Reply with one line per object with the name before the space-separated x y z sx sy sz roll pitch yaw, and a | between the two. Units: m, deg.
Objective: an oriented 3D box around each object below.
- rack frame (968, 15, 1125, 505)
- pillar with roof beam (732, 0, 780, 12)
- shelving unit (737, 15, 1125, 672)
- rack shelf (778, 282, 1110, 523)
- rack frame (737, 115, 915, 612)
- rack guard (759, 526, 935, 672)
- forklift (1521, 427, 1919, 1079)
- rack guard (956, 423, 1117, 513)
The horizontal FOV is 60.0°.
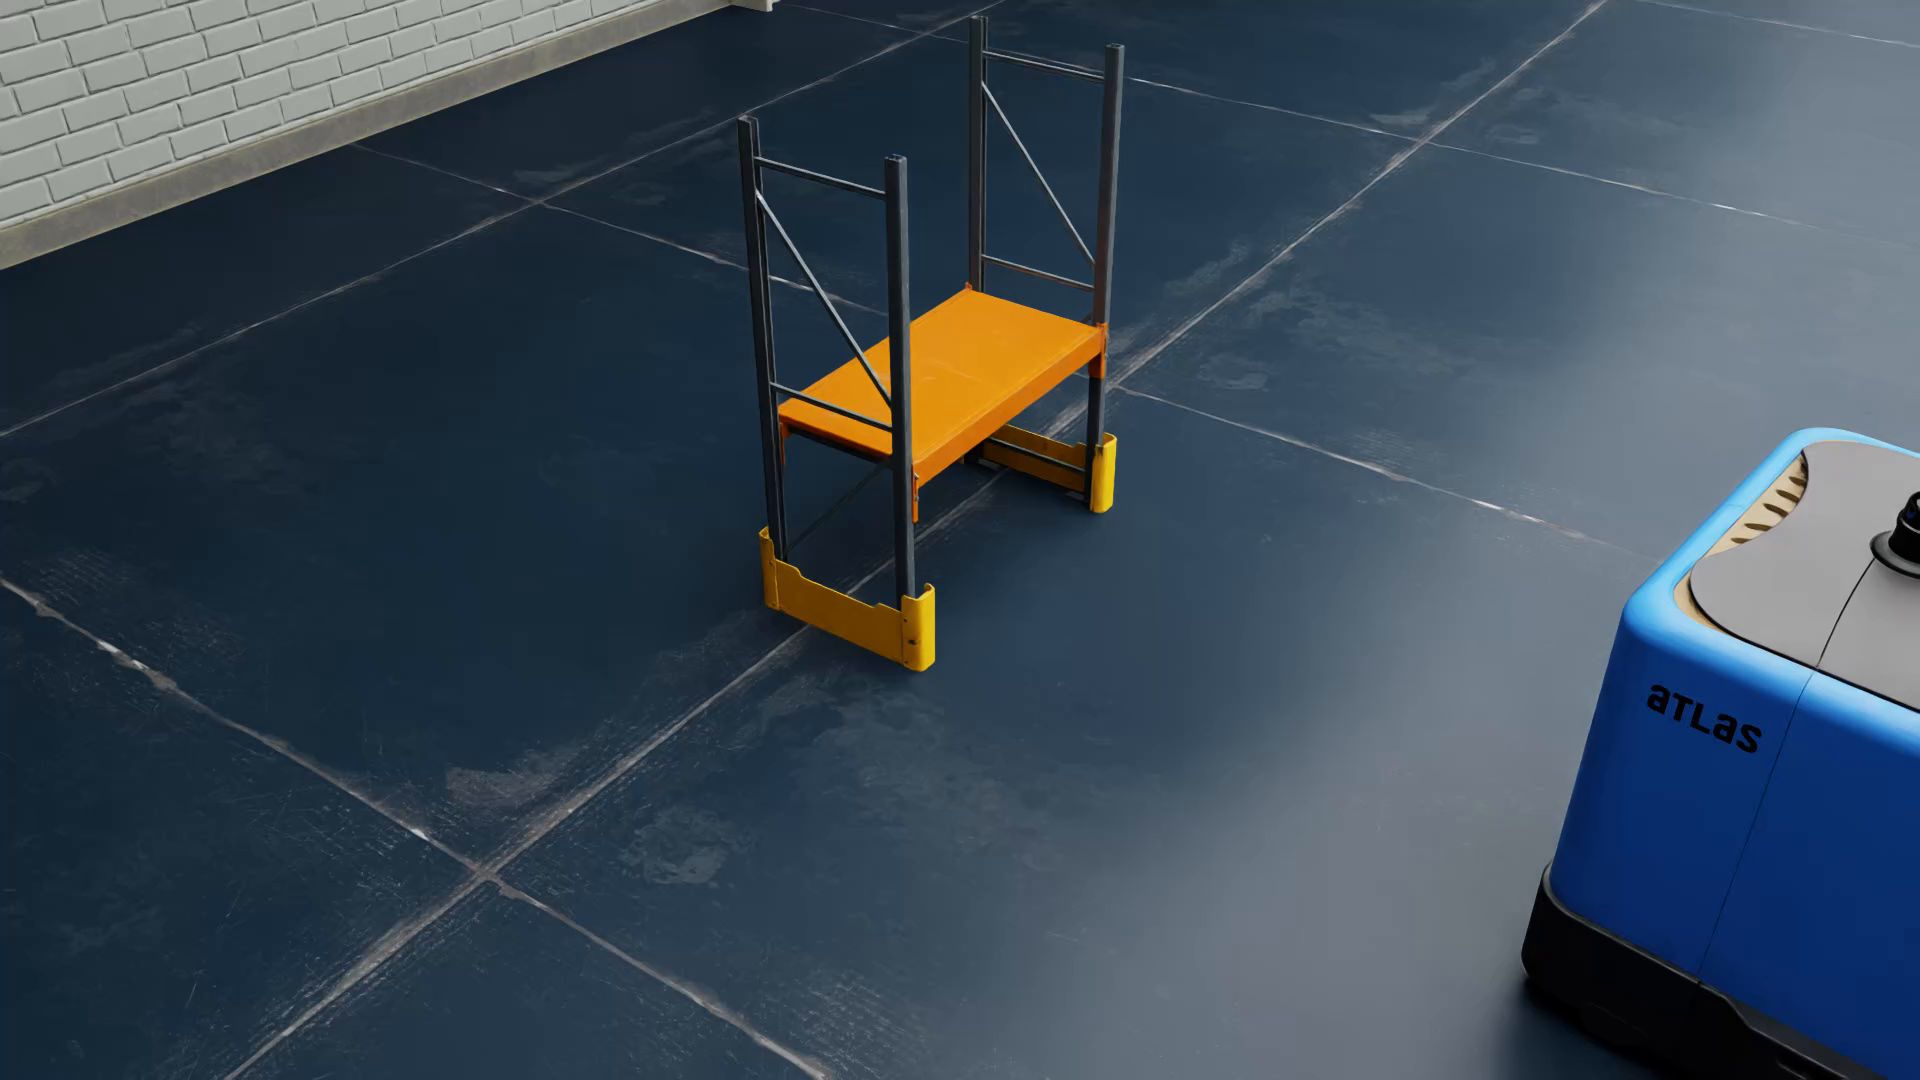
rack frame | 0.241 -0.816 5.118 0.500 1.500 0.032 21 39 28
pillar with roof beam | 2.373 -5.635 5.550 9.100 9.000 0.400 21 39 28
shelving unit | -0.043 -0.586 4.778 0.587 1.500 1.083 21 39 28
rack shelf | -0.049 -0.433 4.873 0.538 0.185 1.000 21 39 28
rack frame | -0.338 -0.348 4.426 0.500 1.500 0.032 21 39 28
rack guard | -0.327 0.161 4.789 0.587 0.250 0.087 21 39 28
forklift | 2.687 0.153 2.407 3.031 2.935 1.130 27 42 34
rack guard | 0.240 -0.298 5.467 0.587 0.250 0.087 21 39 28
